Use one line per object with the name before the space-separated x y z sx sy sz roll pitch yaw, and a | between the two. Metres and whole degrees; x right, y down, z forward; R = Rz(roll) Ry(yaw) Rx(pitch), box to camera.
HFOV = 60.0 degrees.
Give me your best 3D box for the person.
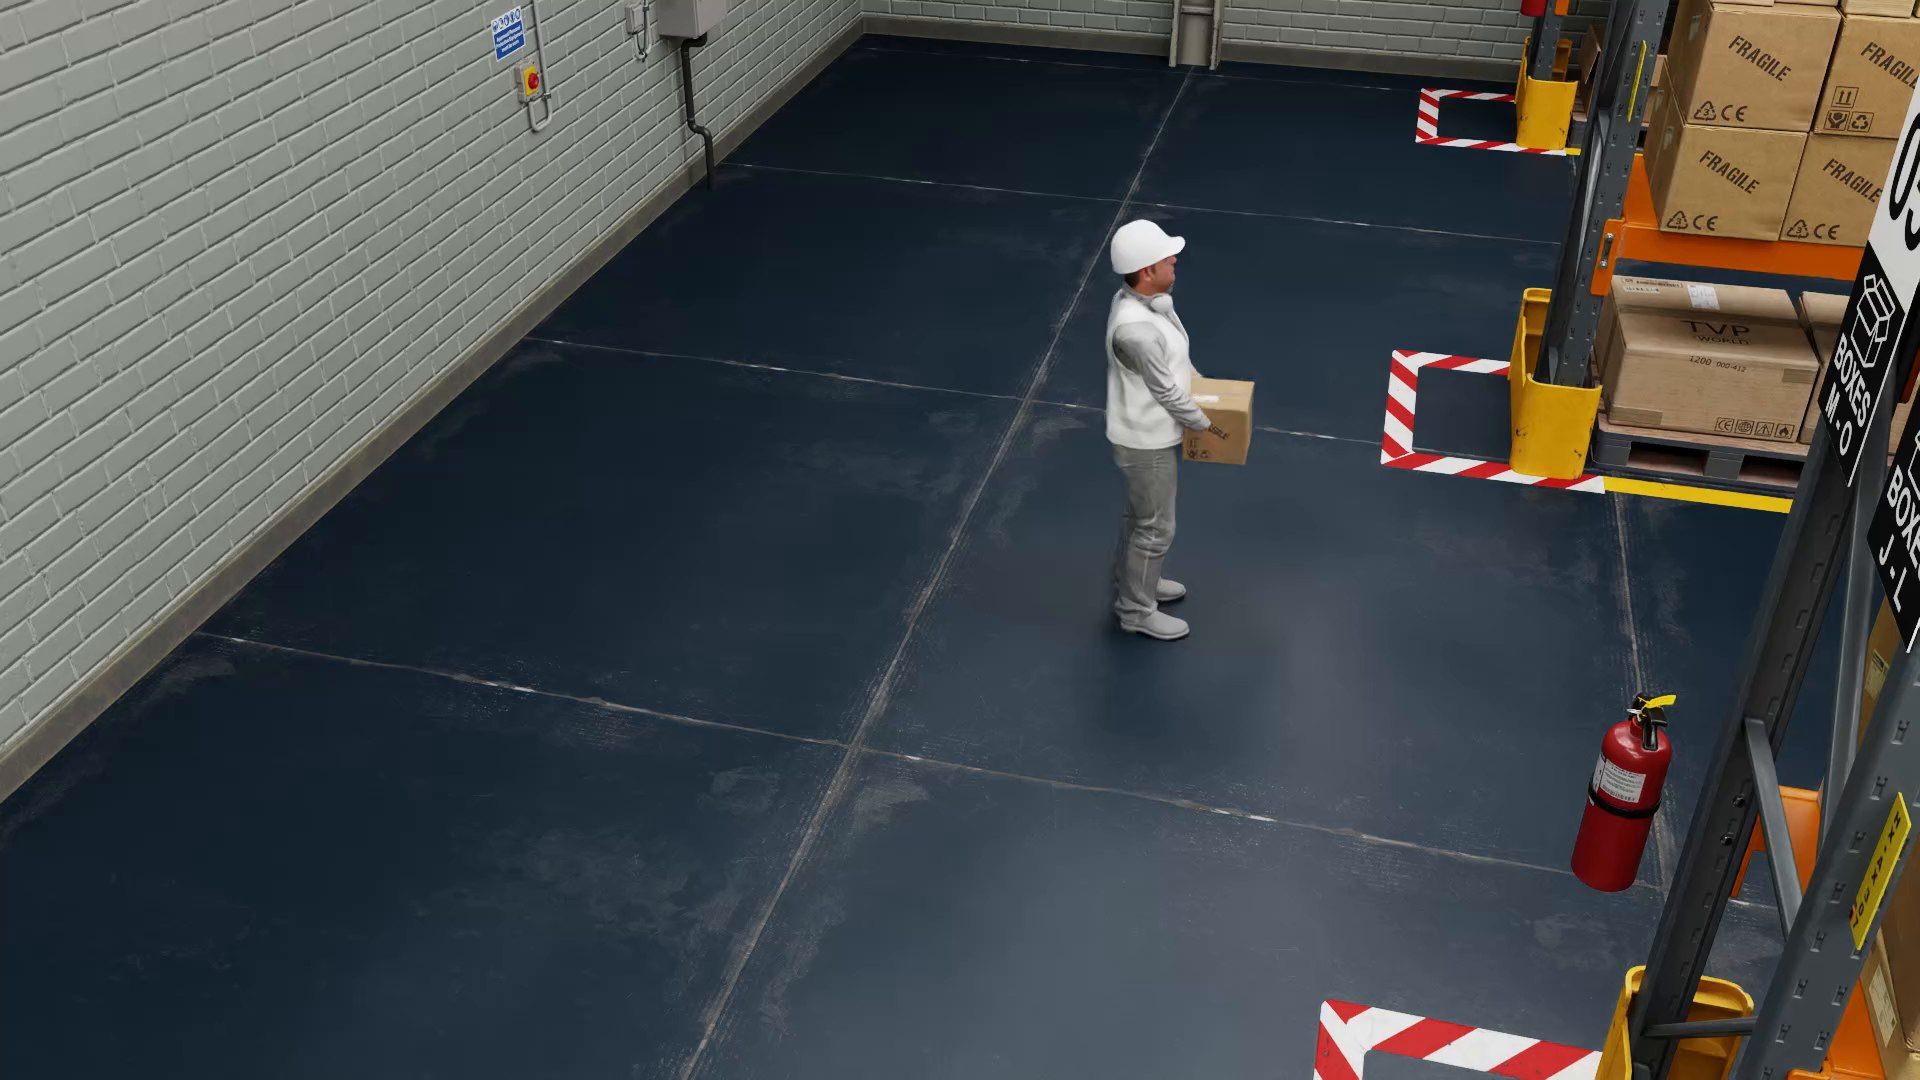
person | 0.849 -0.454 6.821 0.545 1.775 0.519 3 33 5
